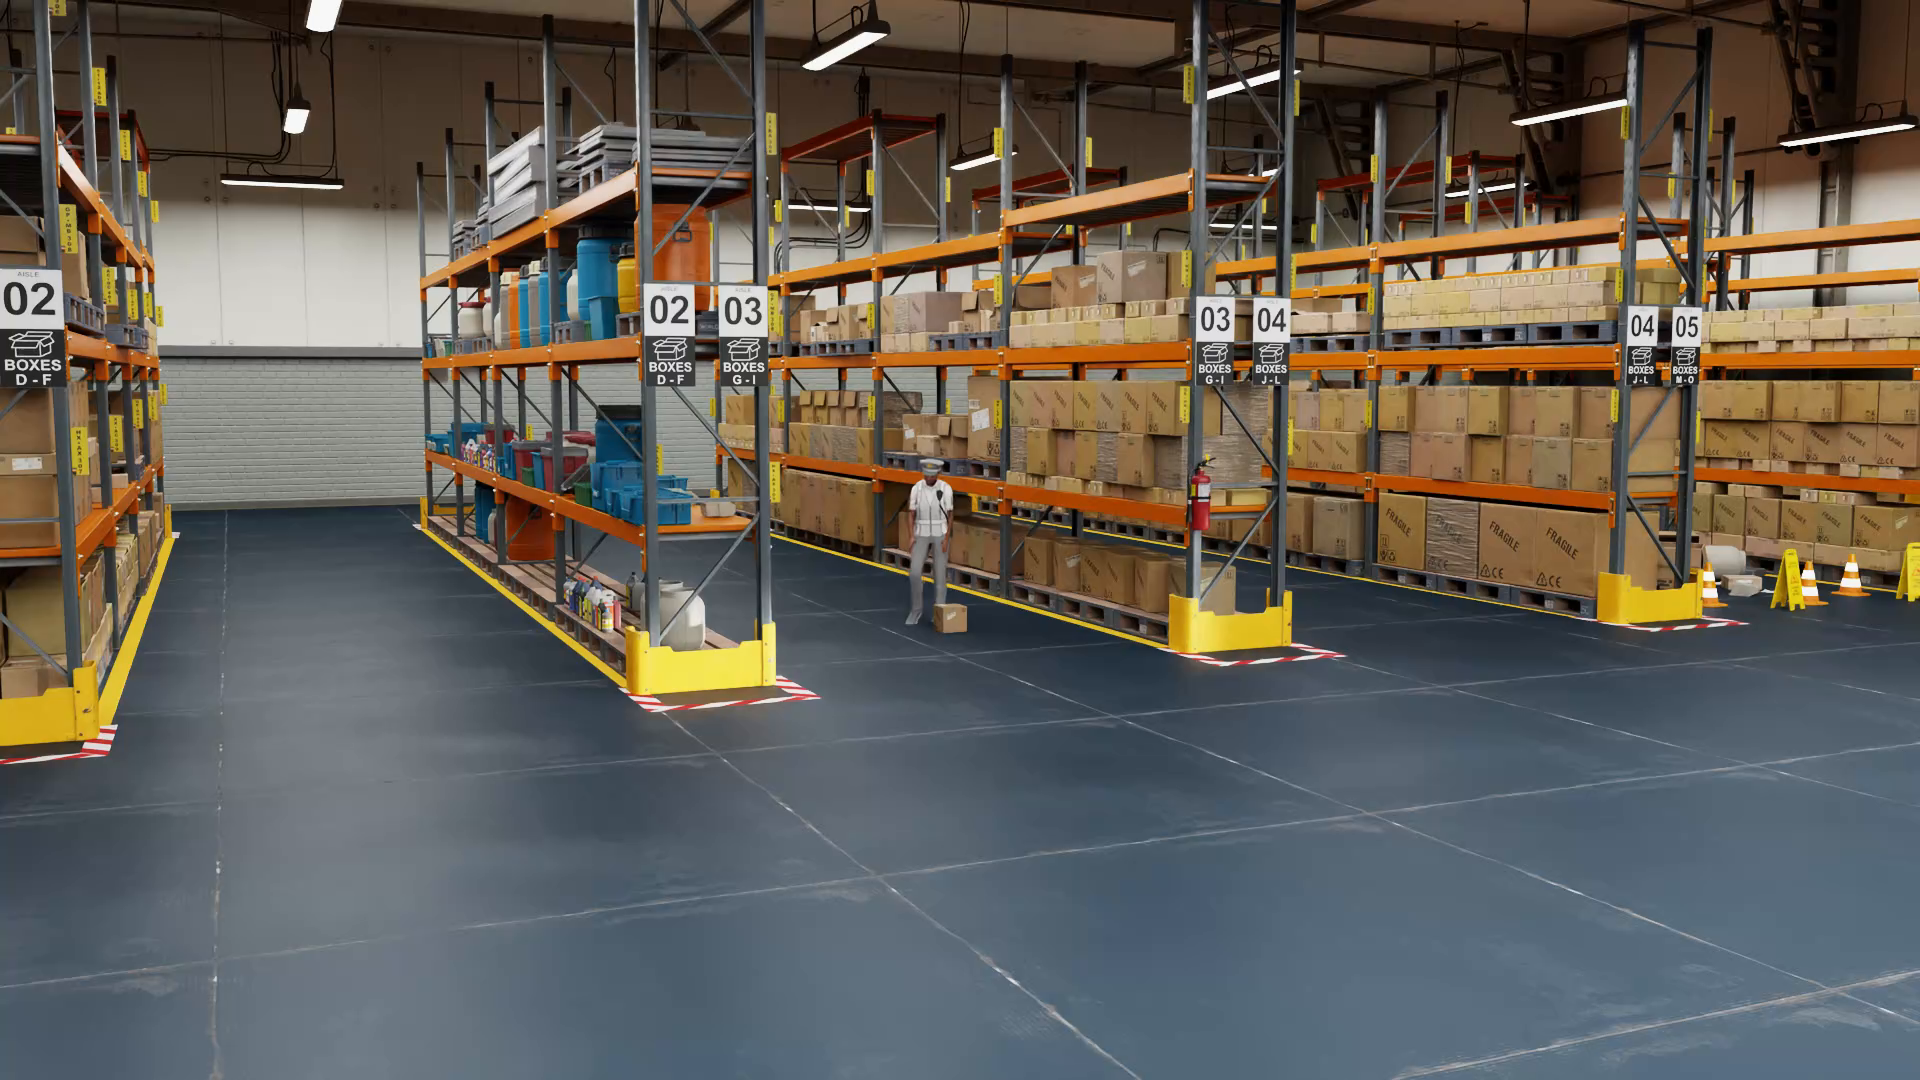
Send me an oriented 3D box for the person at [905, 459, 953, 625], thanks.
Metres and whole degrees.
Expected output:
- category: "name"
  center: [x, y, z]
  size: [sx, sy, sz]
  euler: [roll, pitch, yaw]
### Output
- category: "person"
  center: [-0.311, 0.036, 16.791]
  size: [0.487, 1.714, 0.449]
  euler: [0, 6, 5]
